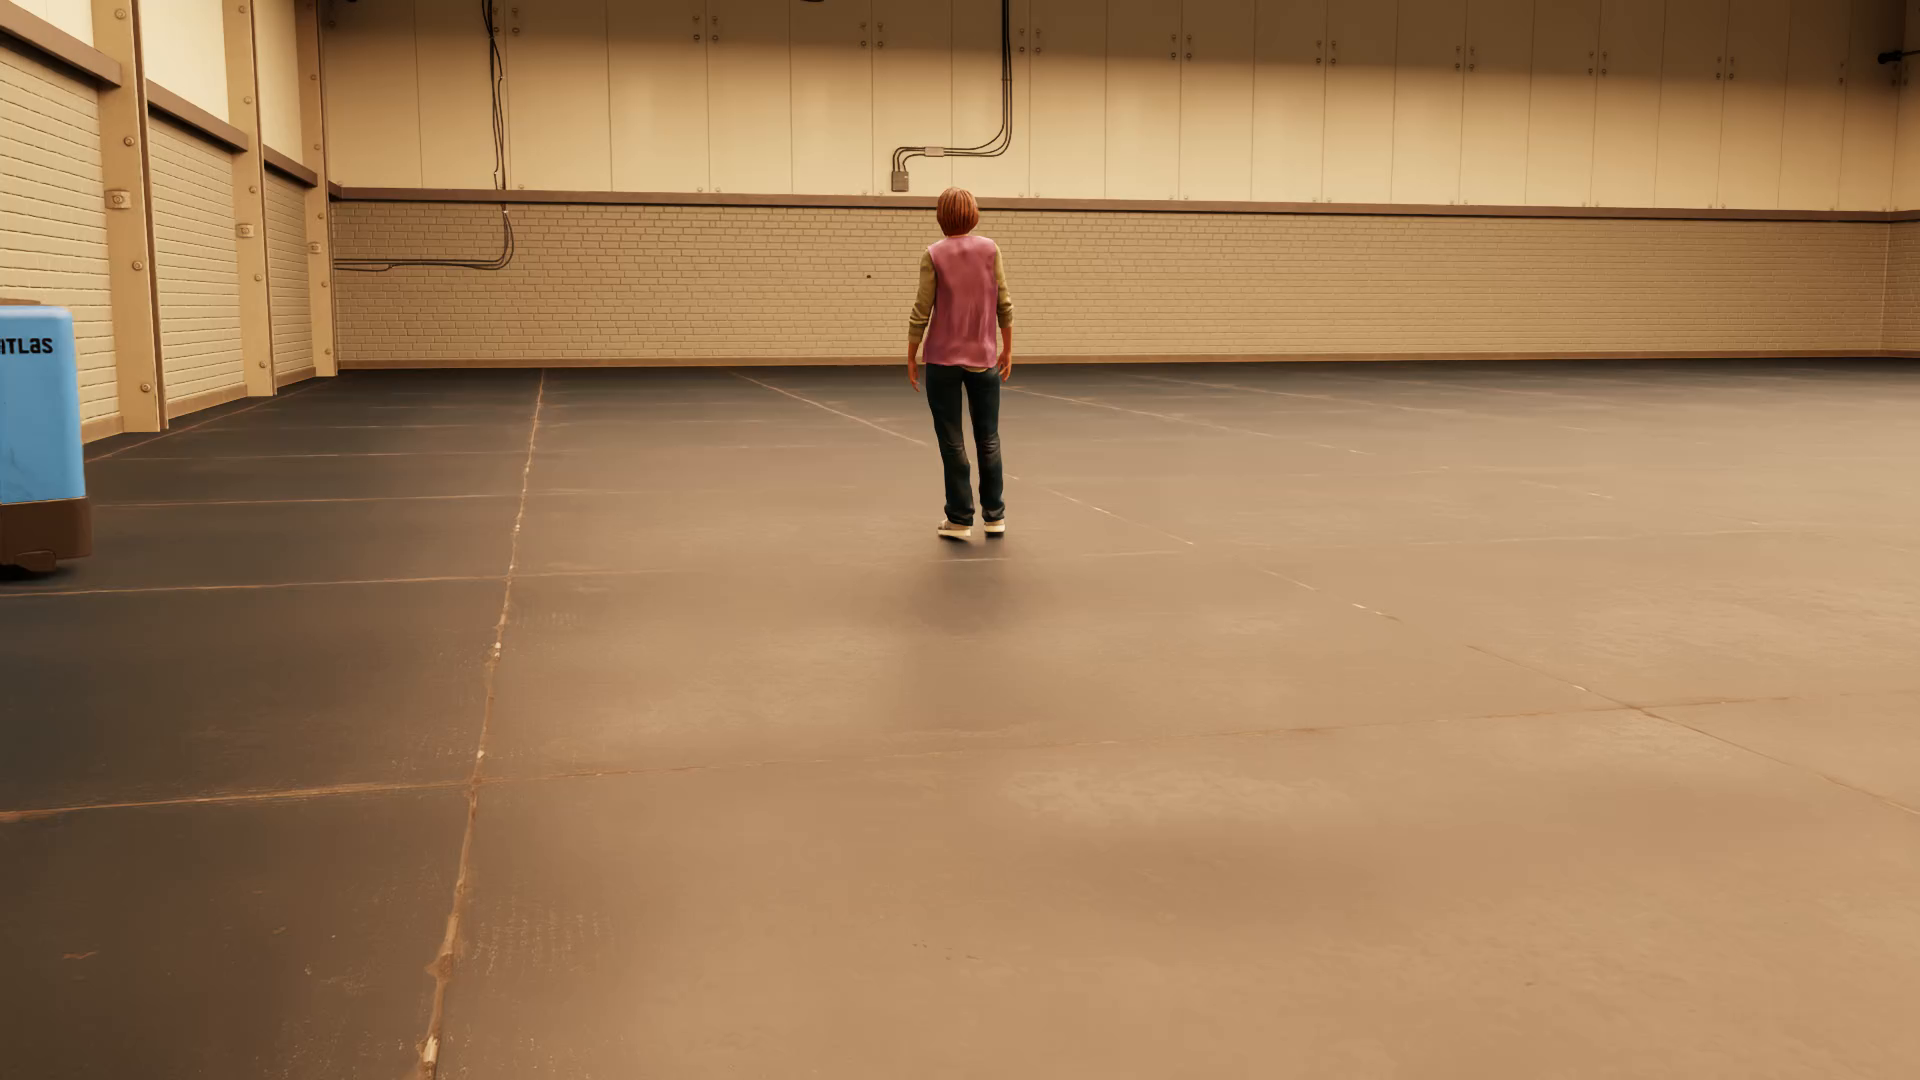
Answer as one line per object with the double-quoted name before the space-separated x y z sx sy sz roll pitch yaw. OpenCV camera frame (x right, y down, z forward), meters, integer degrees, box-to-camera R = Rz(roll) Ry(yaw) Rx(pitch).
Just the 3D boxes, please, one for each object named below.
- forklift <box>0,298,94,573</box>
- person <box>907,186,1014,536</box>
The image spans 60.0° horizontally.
"forklift" -4.872 -1.209 5.773 1.130 2.935 3.031 7 11 41
"person" -0.003 -0.798 7.671 0.520 1.574 0.476 -2 8 -13
